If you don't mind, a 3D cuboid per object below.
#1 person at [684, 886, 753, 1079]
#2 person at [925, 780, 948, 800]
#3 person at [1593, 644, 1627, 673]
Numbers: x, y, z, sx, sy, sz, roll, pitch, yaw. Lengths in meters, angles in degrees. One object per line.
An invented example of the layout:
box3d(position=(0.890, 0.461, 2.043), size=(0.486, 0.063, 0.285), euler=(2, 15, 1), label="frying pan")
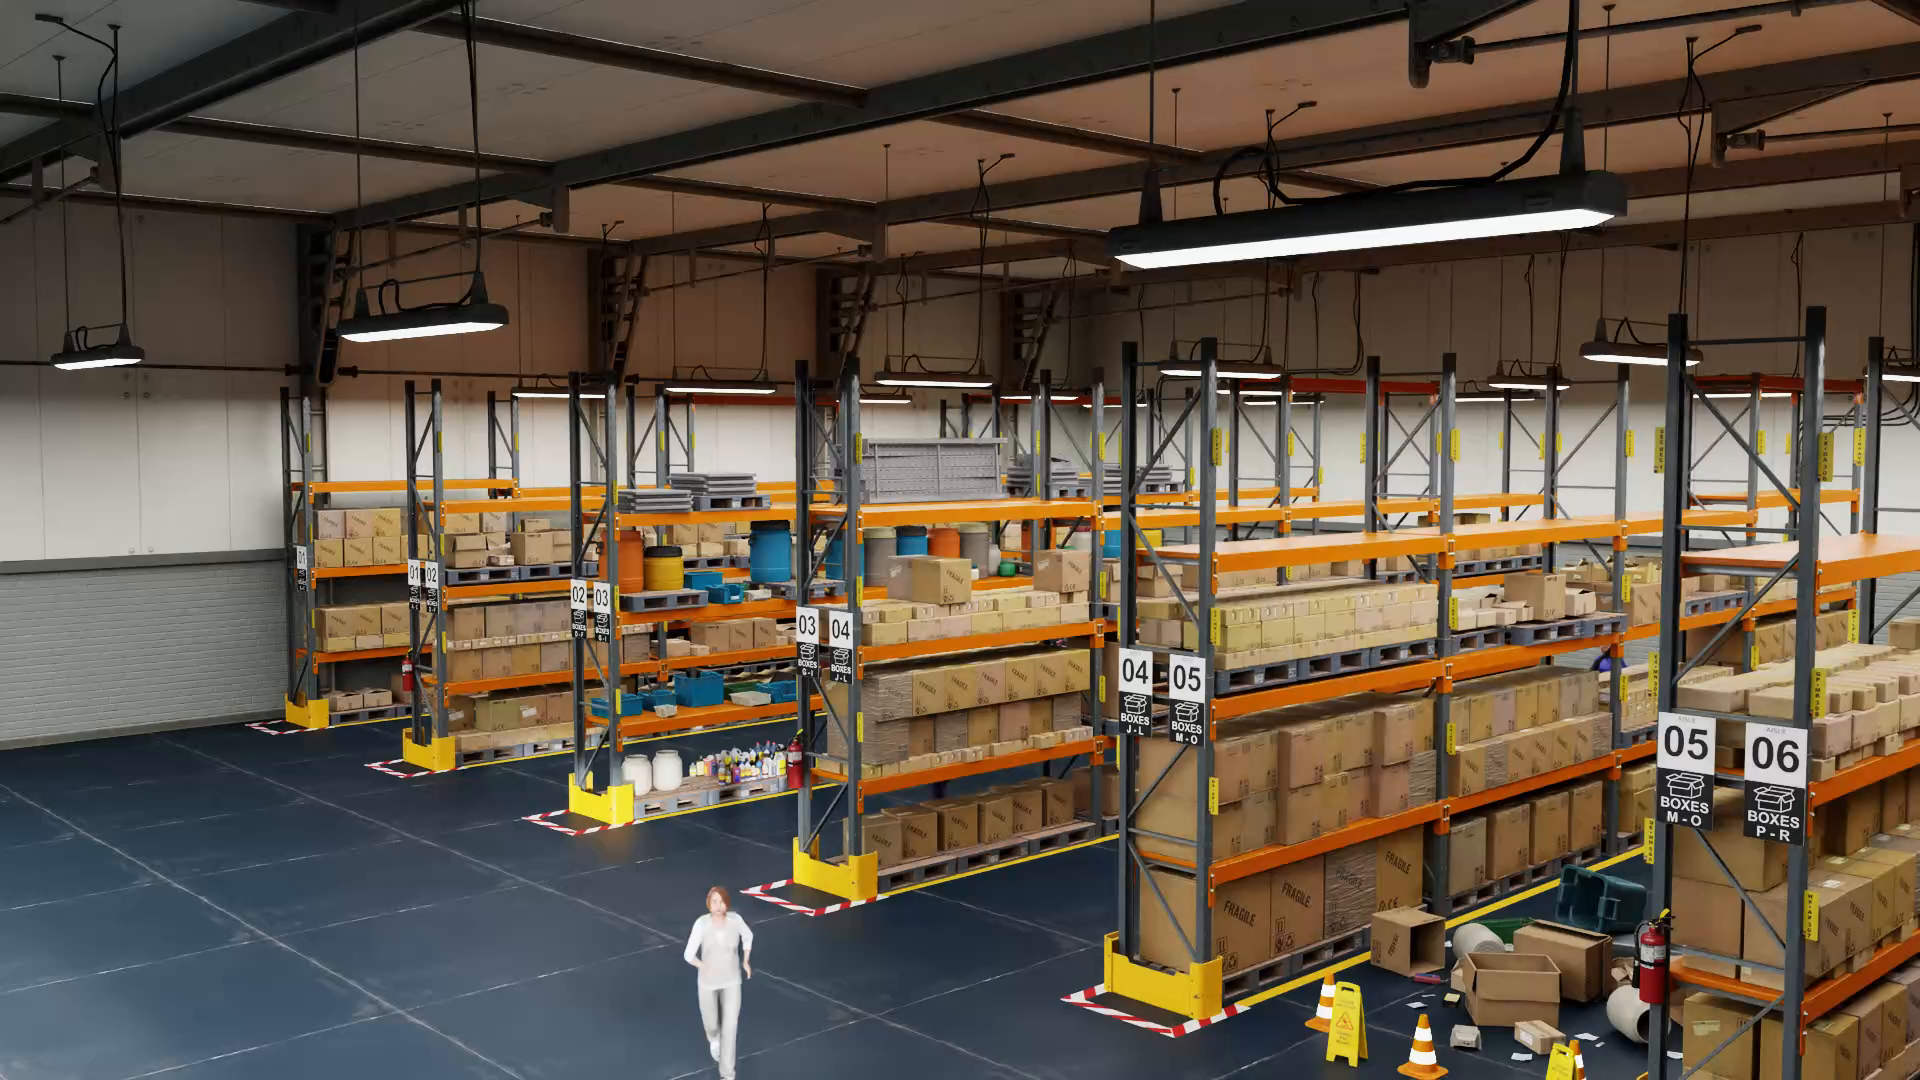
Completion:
box3d(position=(-1.897, 3.512, 13.130), size=(0.544, 1.596, 0.887), euler=(-1, 4, -9), label="person")
box3d(position=(-0.269, 2.915, 22.844), size=(0.613, 1.607, 0.587), euler=(2, 4, 33), label="person")
box3d(position=(11.061, 2.547, 28.329), size=(0.639, 1.613, 0.744), euler=(2, 4, 30), label="person")
